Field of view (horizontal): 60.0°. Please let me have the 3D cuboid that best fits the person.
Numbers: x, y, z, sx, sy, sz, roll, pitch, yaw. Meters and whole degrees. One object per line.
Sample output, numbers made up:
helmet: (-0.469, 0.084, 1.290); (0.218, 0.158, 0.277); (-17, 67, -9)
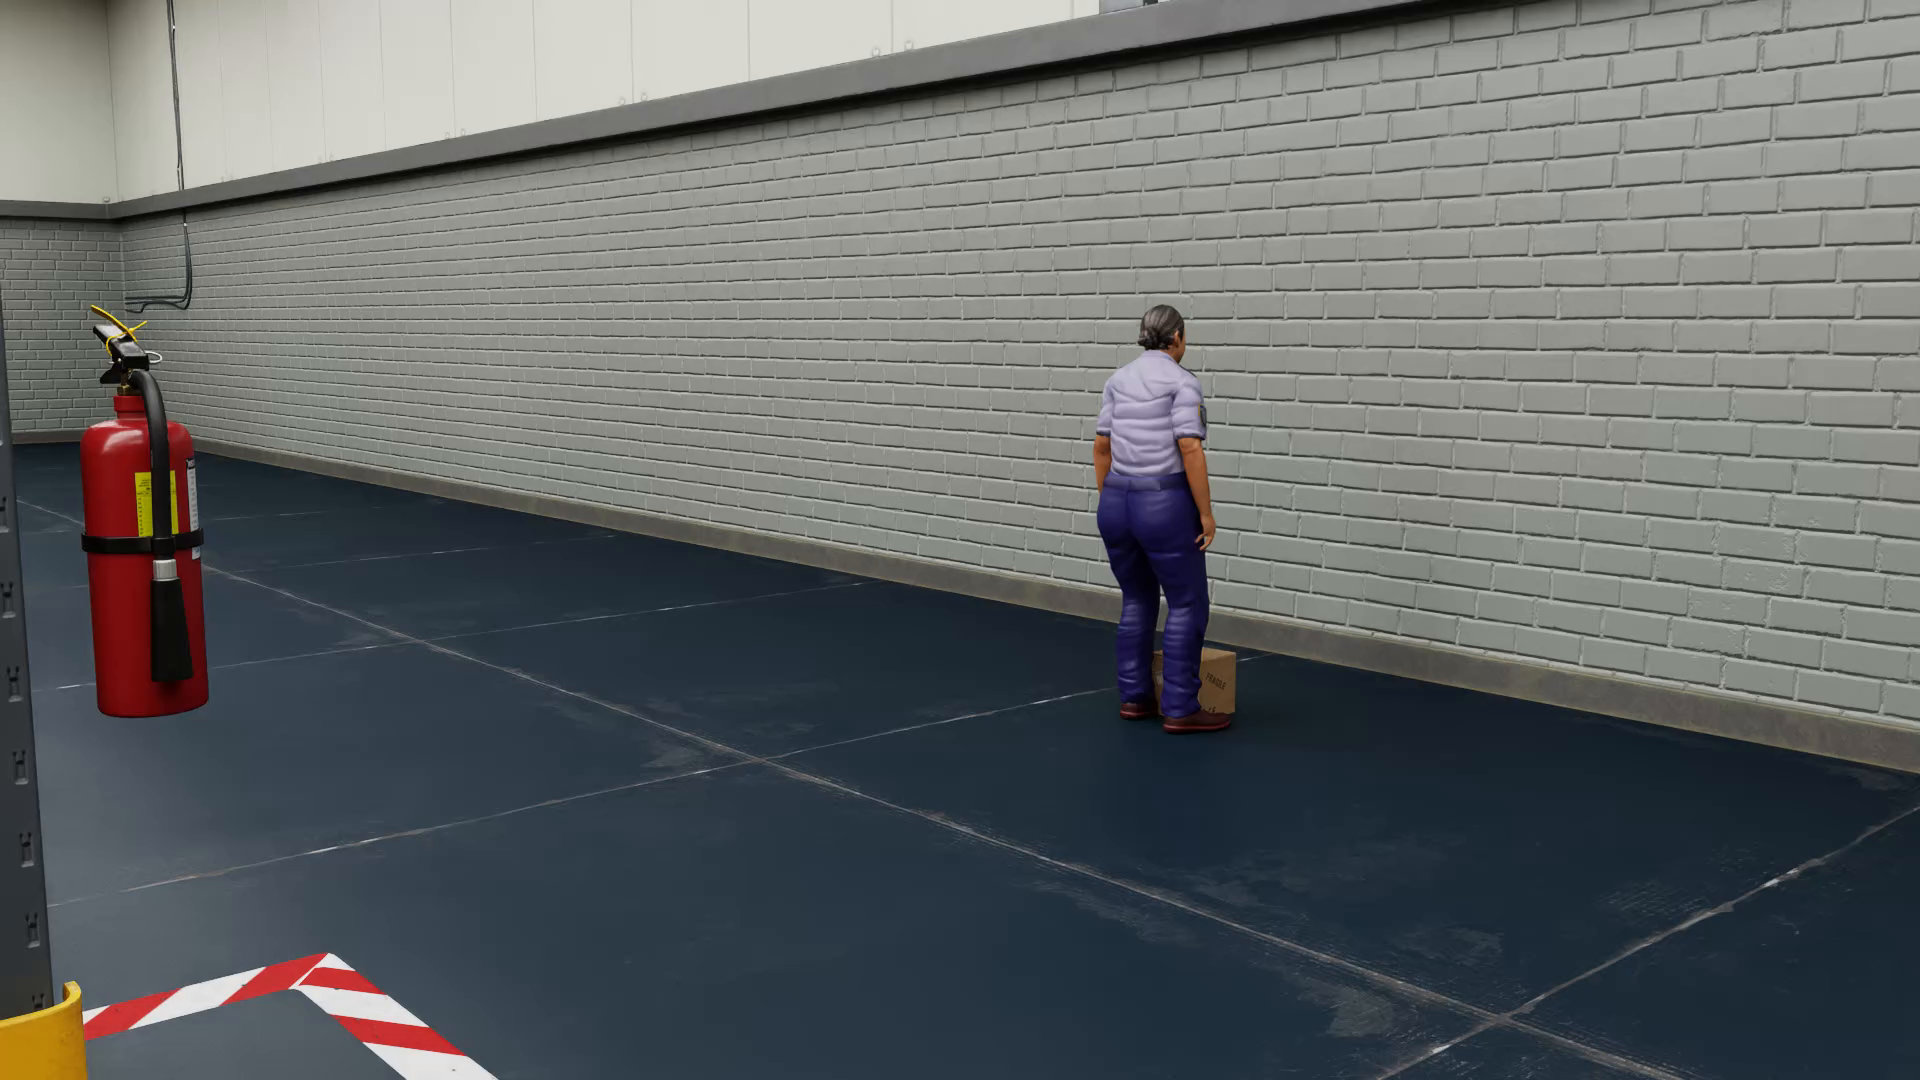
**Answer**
person: (0.792, -0.094, 6.532); (0.426, 1.651, 0.554); (-7, 11, -44)
